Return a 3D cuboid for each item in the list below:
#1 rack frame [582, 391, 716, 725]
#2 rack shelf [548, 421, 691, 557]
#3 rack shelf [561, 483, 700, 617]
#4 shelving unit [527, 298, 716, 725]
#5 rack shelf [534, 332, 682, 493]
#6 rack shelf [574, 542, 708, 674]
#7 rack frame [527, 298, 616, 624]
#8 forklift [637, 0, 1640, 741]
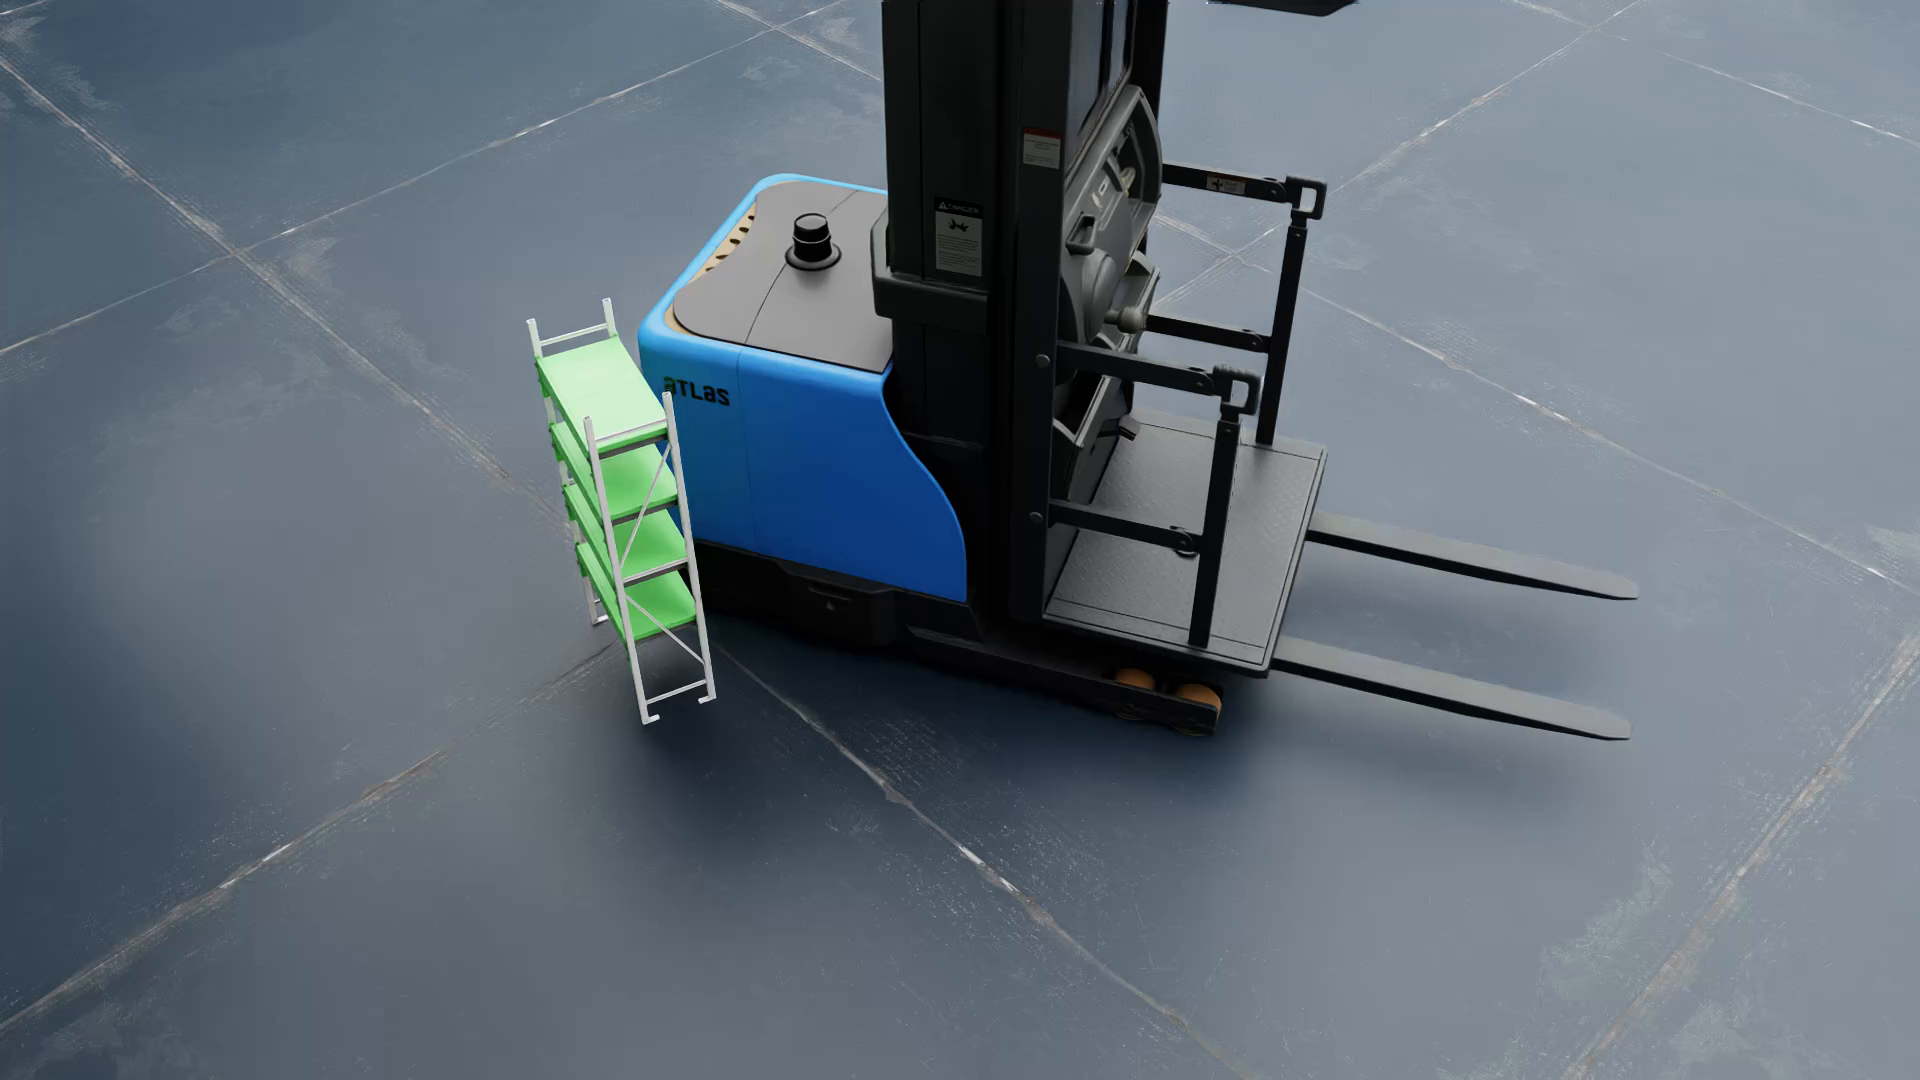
[{"bbox_3d":[-0.874,0.088,4.771,0.240,1.200,0.015,-20,46,-20],"label":"rack frame"},{"bbox_3d":[-0.987,-0.188,4.810,0.258,0.148,0.480,-20,46,-20],"label":"rack shelf"},{"bbox_3d":[-0.987,-0.012,4.973,0.258,0.148,0.480,-20,46,-20],"label":"rack shelf"},{"bbox_3d":[-0.987,-0.059,4.929,0.258,1.200,0.503,-20,46,-20],"label":"shelving unit"},{"bbox_3d":[-0.987,-0.364,4.647,0.258,0.148,0.480,-20,46,-20],"label":"rack shelf"},{"bbox_3d":[-0.987,0.164,5.136,0.258,0.148,0.480,-20,46,-20],"label":"rack shelf"},{"bbox_3d":[-1.101,-0.205,5.088,0.240,1.200,0.015,-20,46,-20],"label":"rack frame"},{"bbox_3d":[0.610,-0.884,4.547,3.031,2.935,1.130,13,44,14],"label":"forklift"}]
